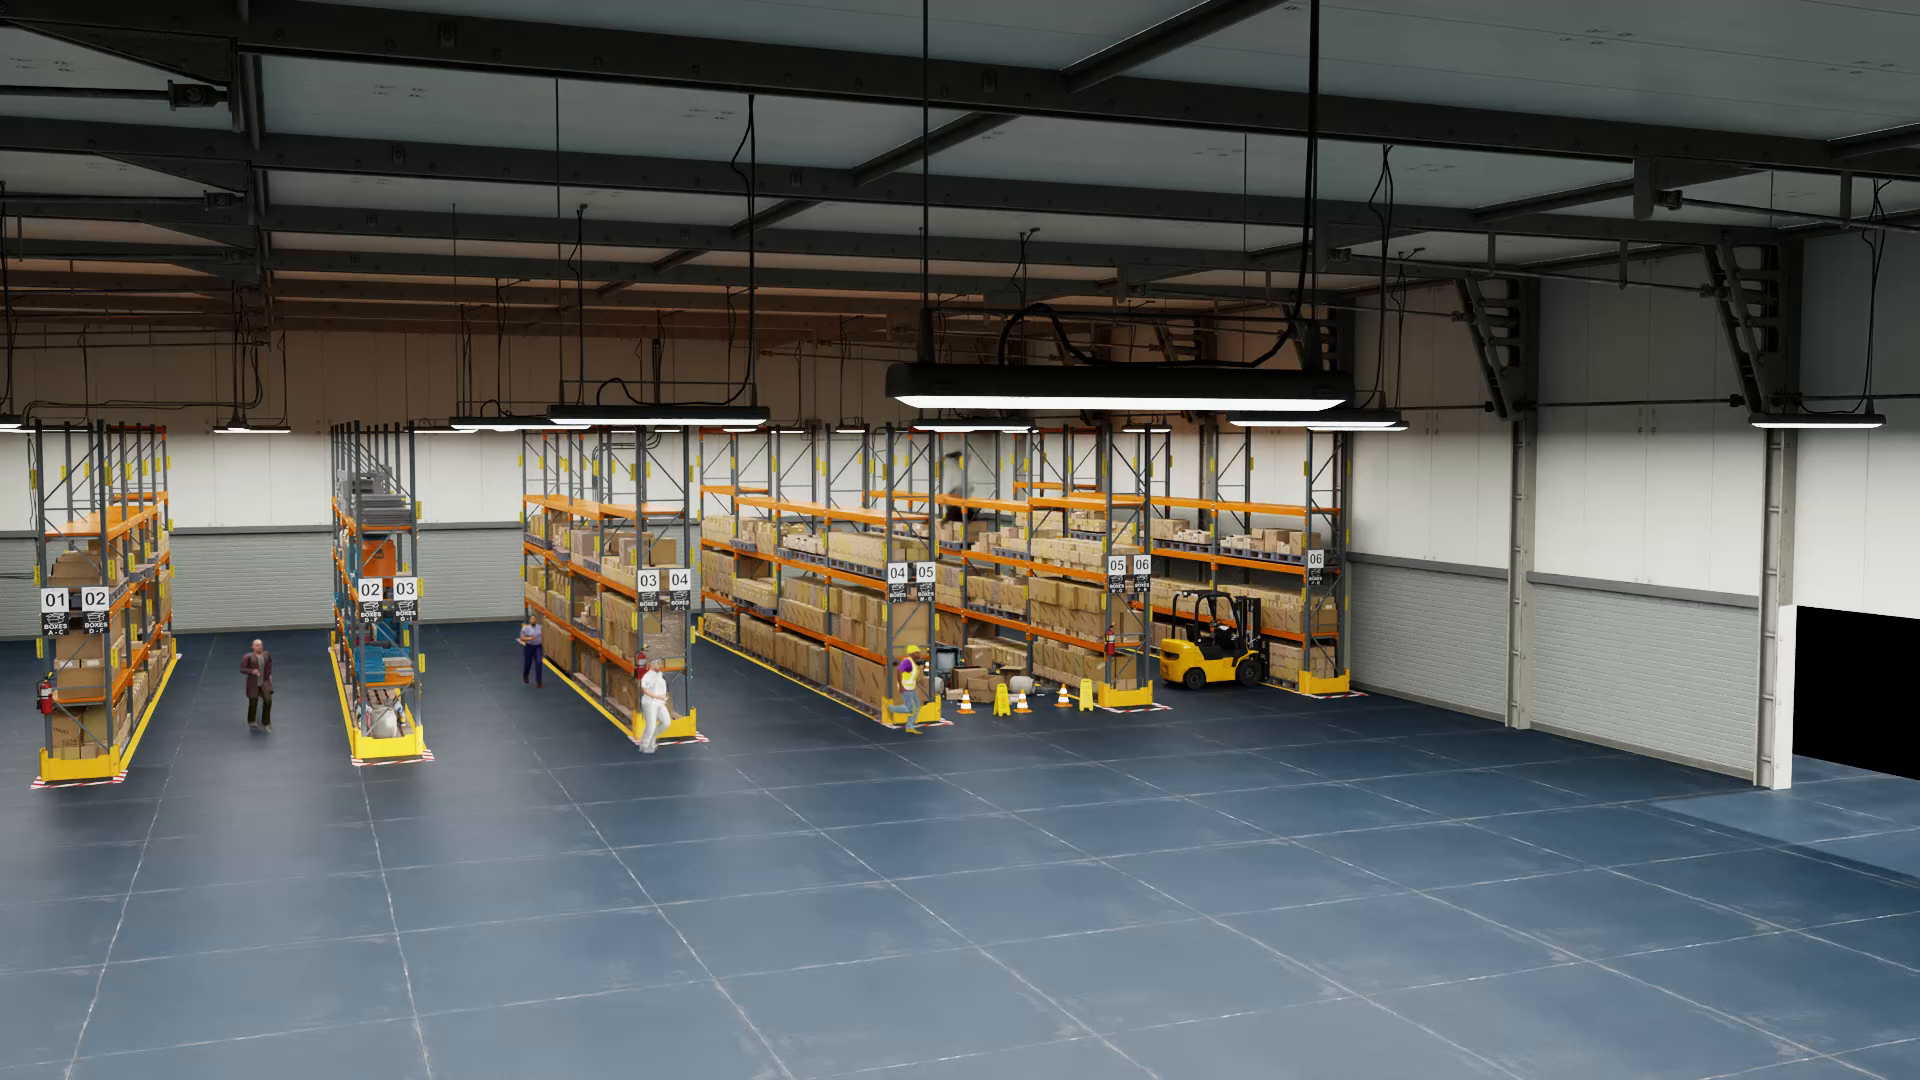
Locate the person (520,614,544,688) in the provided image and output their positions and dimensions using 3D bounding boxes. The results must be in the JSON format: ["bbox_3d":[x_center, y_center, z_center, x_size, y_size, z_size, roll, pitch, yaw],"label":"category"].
[{"bbox_3d":[-9.742,2.509,37.898,0.598,1.652,0.933,-2,4,-30],"label":"person"}]

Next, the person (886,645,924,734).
[{"bbox_3d":[-1.067,2.881,32.089,0.710,1.722,0.728,1,4,15],"label":"person"}]

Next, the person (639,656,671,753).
[{"bbox_3d":[-5.488,2.966,30.147,0.618,1.749,0.691,2,4,28],"label":"person"}]

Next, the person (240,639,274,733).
[{"bbox_3d":[-13.605,2.830,32.202,0.640,1.835,0.907,-3,4,-36],"label":"person"}]
